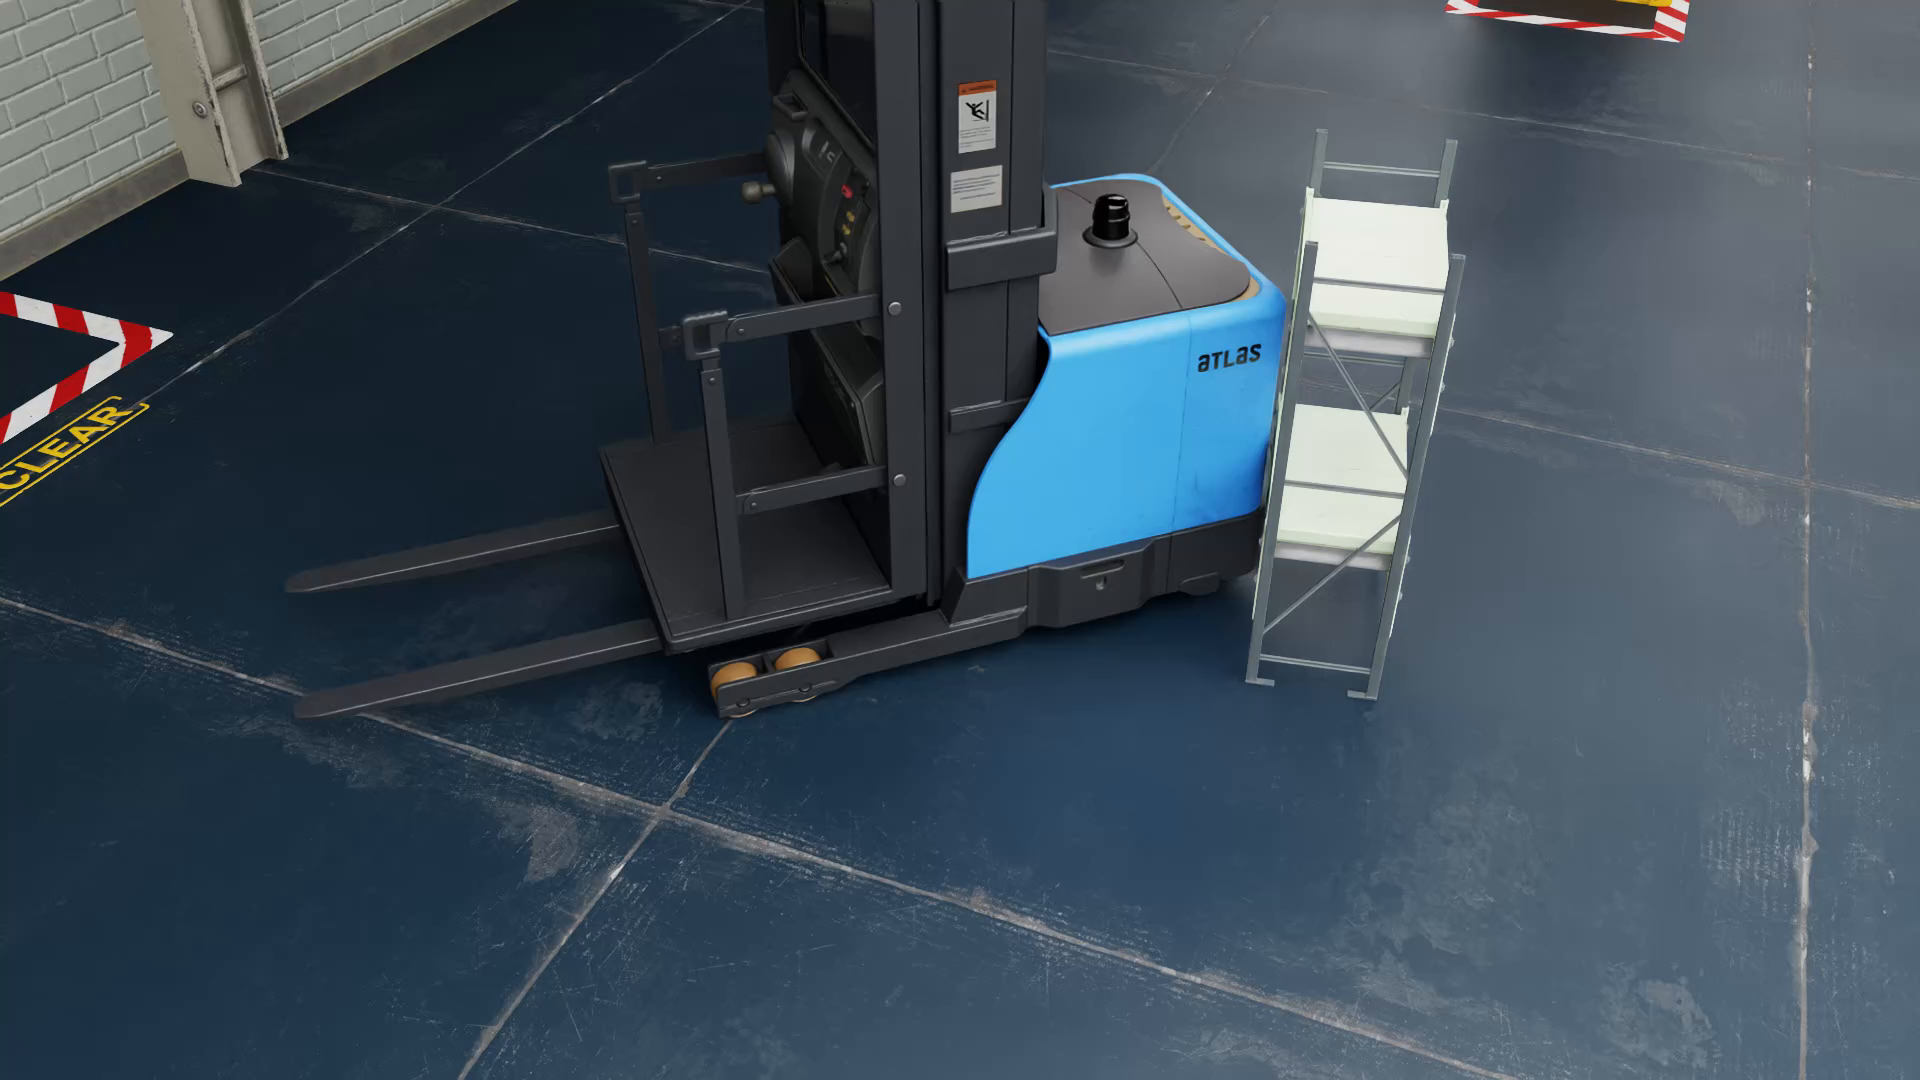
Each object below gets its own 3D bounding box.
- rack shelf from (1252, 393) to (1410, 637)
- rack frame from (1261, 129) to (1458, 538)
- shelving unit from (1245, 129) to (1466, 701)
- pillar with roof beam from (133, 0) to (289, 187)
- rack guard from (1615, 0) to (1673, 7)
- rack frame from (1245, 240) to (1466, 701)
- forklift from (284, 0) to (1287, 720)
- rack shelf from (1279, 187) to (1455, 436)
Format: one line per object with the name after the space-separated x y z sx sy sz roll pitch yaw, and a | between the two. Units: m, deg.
1.157 -0.092 5.165 0.431 0.370 0.720 7 37 10 | rack shelf
1.233 -0.568 5.257 0.400 1.500 0.023 7 37 10 | rack frame
1.157 -0.354 4.970 0.431 1.500 0.755 7 37 10 | shelving unit
0.411 -4.471 4.215 9.100 9.000 0.400 14 39 18 | pillar with roof beam
3.820 -3.645 10.209 1.175 0.500 0.348 14 39 18 | rack guard
1.082 -0.139 4.683 0.400 1.500 0.023 7 37 10 | rack frame
-0.580 -0.996 4.635 3.031 2.935 1.130 -13 39 -16 | forklift
1.157 -0.666 4.737 0.431 0.370 0.720 7 37 10 | rack shelf
